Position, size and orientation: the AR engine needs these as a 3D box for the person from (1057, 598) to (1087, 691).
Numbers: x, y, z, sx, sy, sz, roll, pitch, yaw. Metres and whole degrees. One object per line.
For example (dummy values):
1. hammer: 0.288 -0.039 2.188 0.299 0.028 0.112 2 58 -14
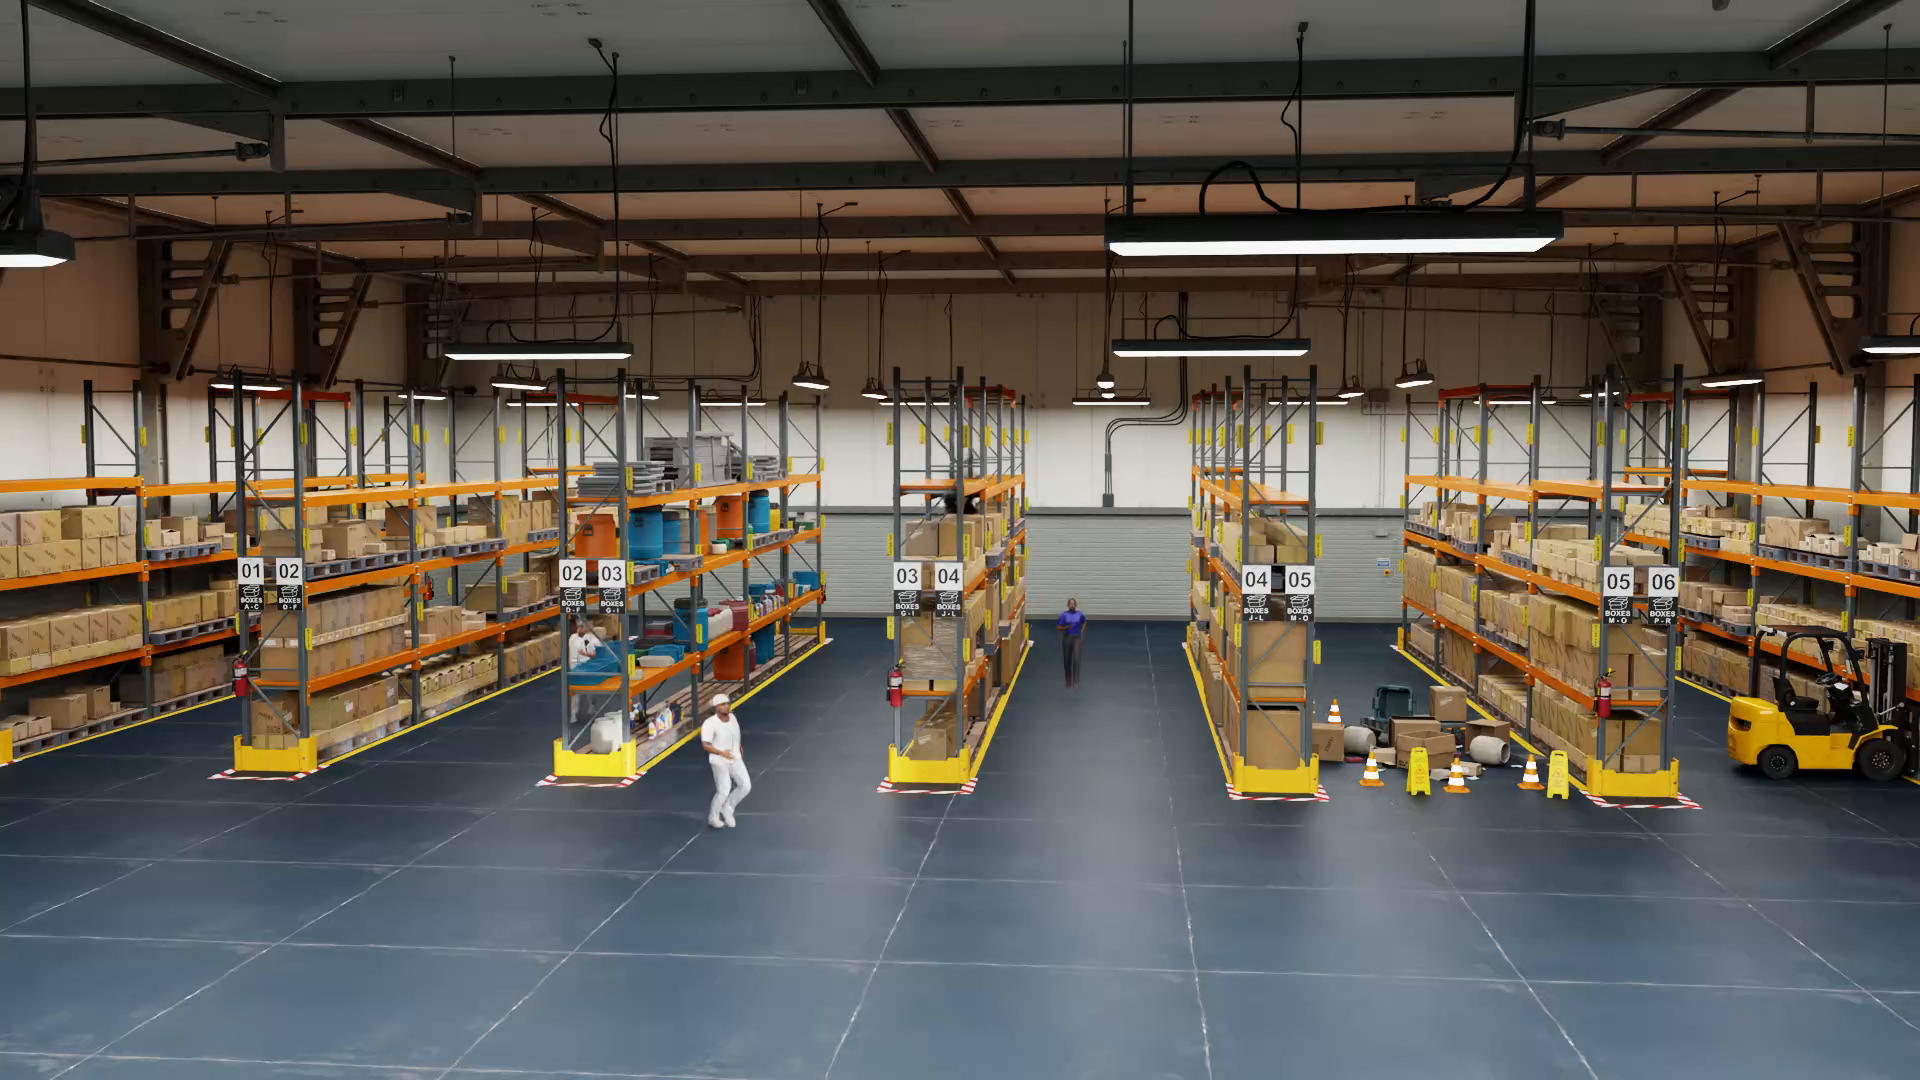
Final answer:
1. person: 2.089 1.930 31.026 0.570 1.695 0.791 0 4 1

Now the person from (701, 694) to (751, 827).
1. person: -2.969 2.815 21.198 0.633 1.725 0.712 3 5 41

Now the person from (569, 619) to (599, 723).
1. person: -6.676 2.269 29.350 0.661 1.773 0.964 0 4 1
